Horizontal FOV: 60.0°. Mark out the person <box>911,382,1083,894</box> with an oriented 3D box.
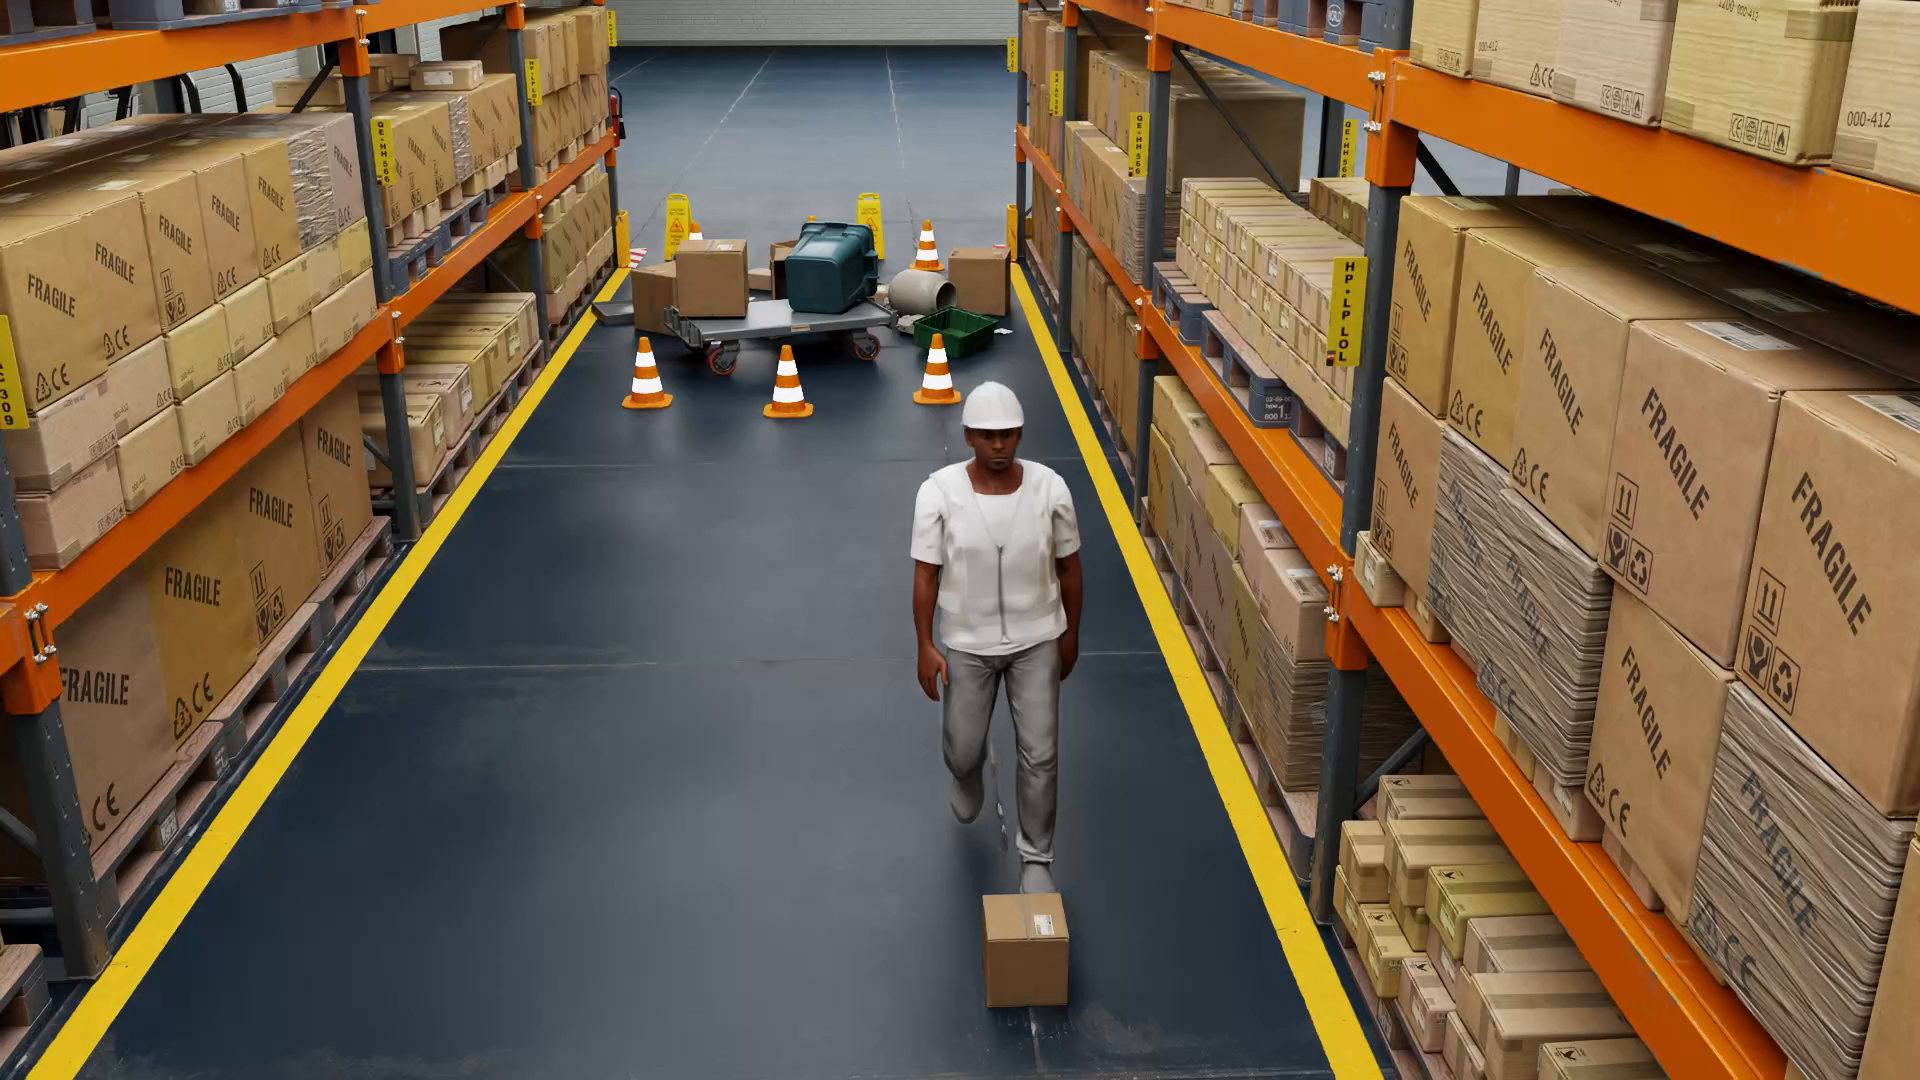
[{"bbox_3d":[0.130,0.327,5.643,0.588,1.747,0.735,-1,20,-2],"label":"person"}]
